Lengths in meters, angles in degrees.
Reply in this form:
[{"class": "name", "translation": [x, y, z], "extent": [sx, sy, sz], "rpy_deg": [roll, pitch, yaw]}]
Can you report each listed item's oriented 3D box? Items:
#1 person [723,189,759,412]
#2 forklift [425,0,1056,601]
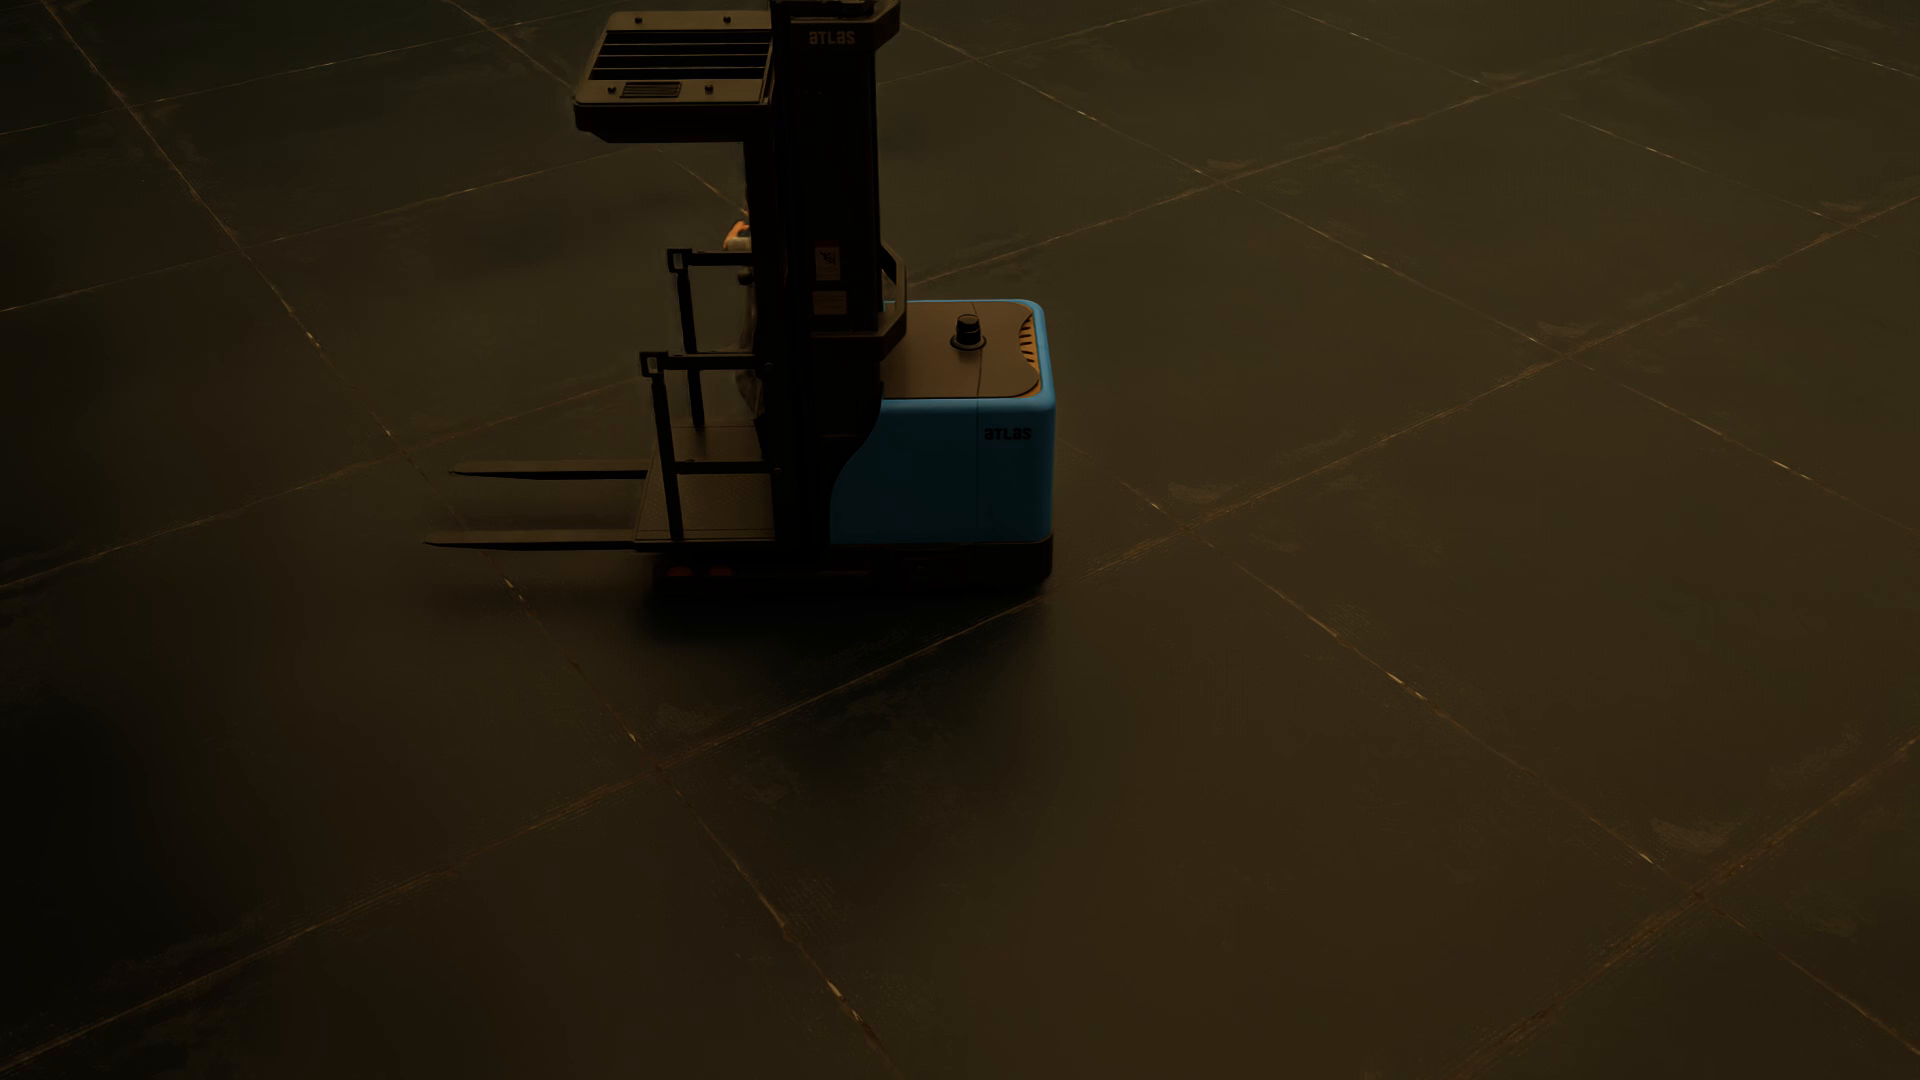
[{"class": "person", "translation": [-0.934, -1.260, 8.819], "extent": [0.840, 1.553, 0.710], "rpy_deg": [30, 46, 34]}, {"class": "forklift", "translation": [-1.078, -1.206, 7.575], "extent": [3.031, 2.935, 1.130], "rpy_deg": [-1, 36, -1]}]
